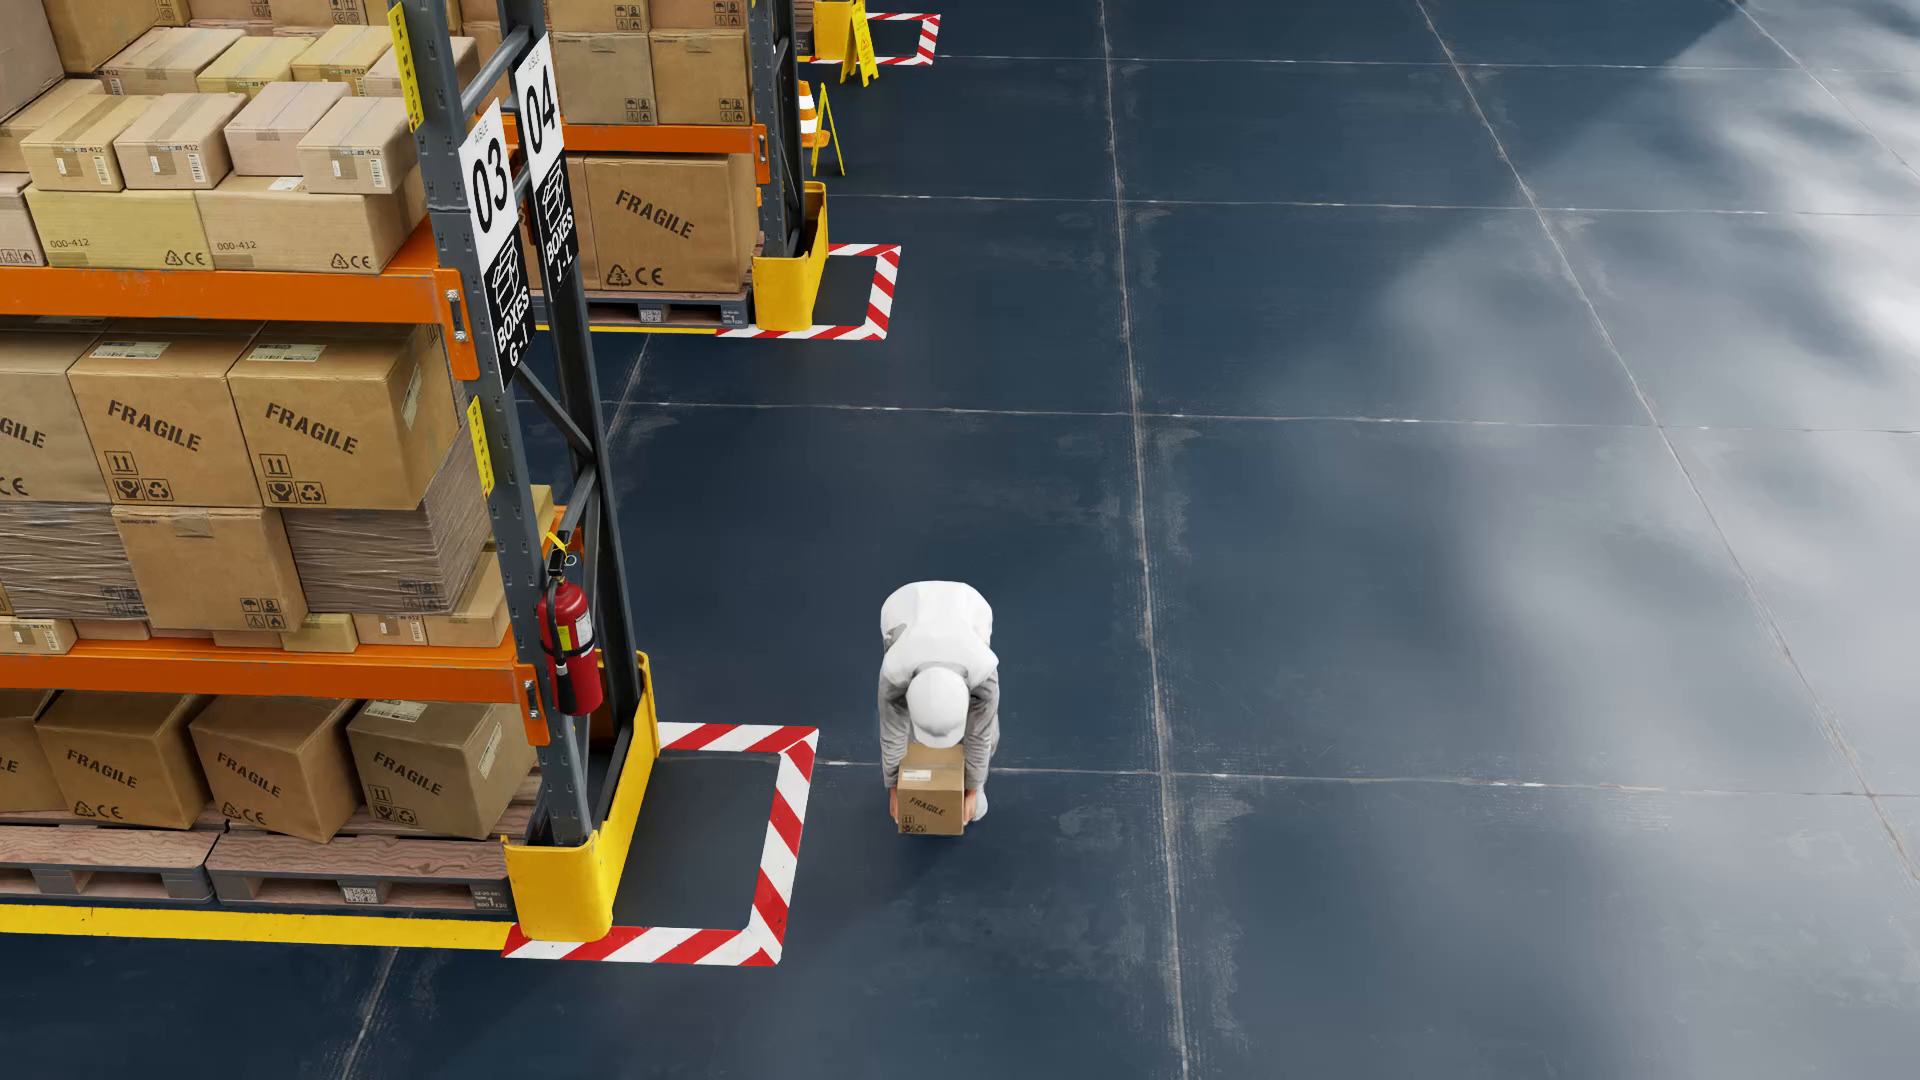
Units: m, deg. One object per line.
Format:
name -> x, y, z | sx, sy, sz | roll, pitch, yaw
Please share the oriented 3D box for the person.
person -> -0.082, 0.751, 6.572 | 0.486, 1.157, 0.965 | 0, 35, 0
